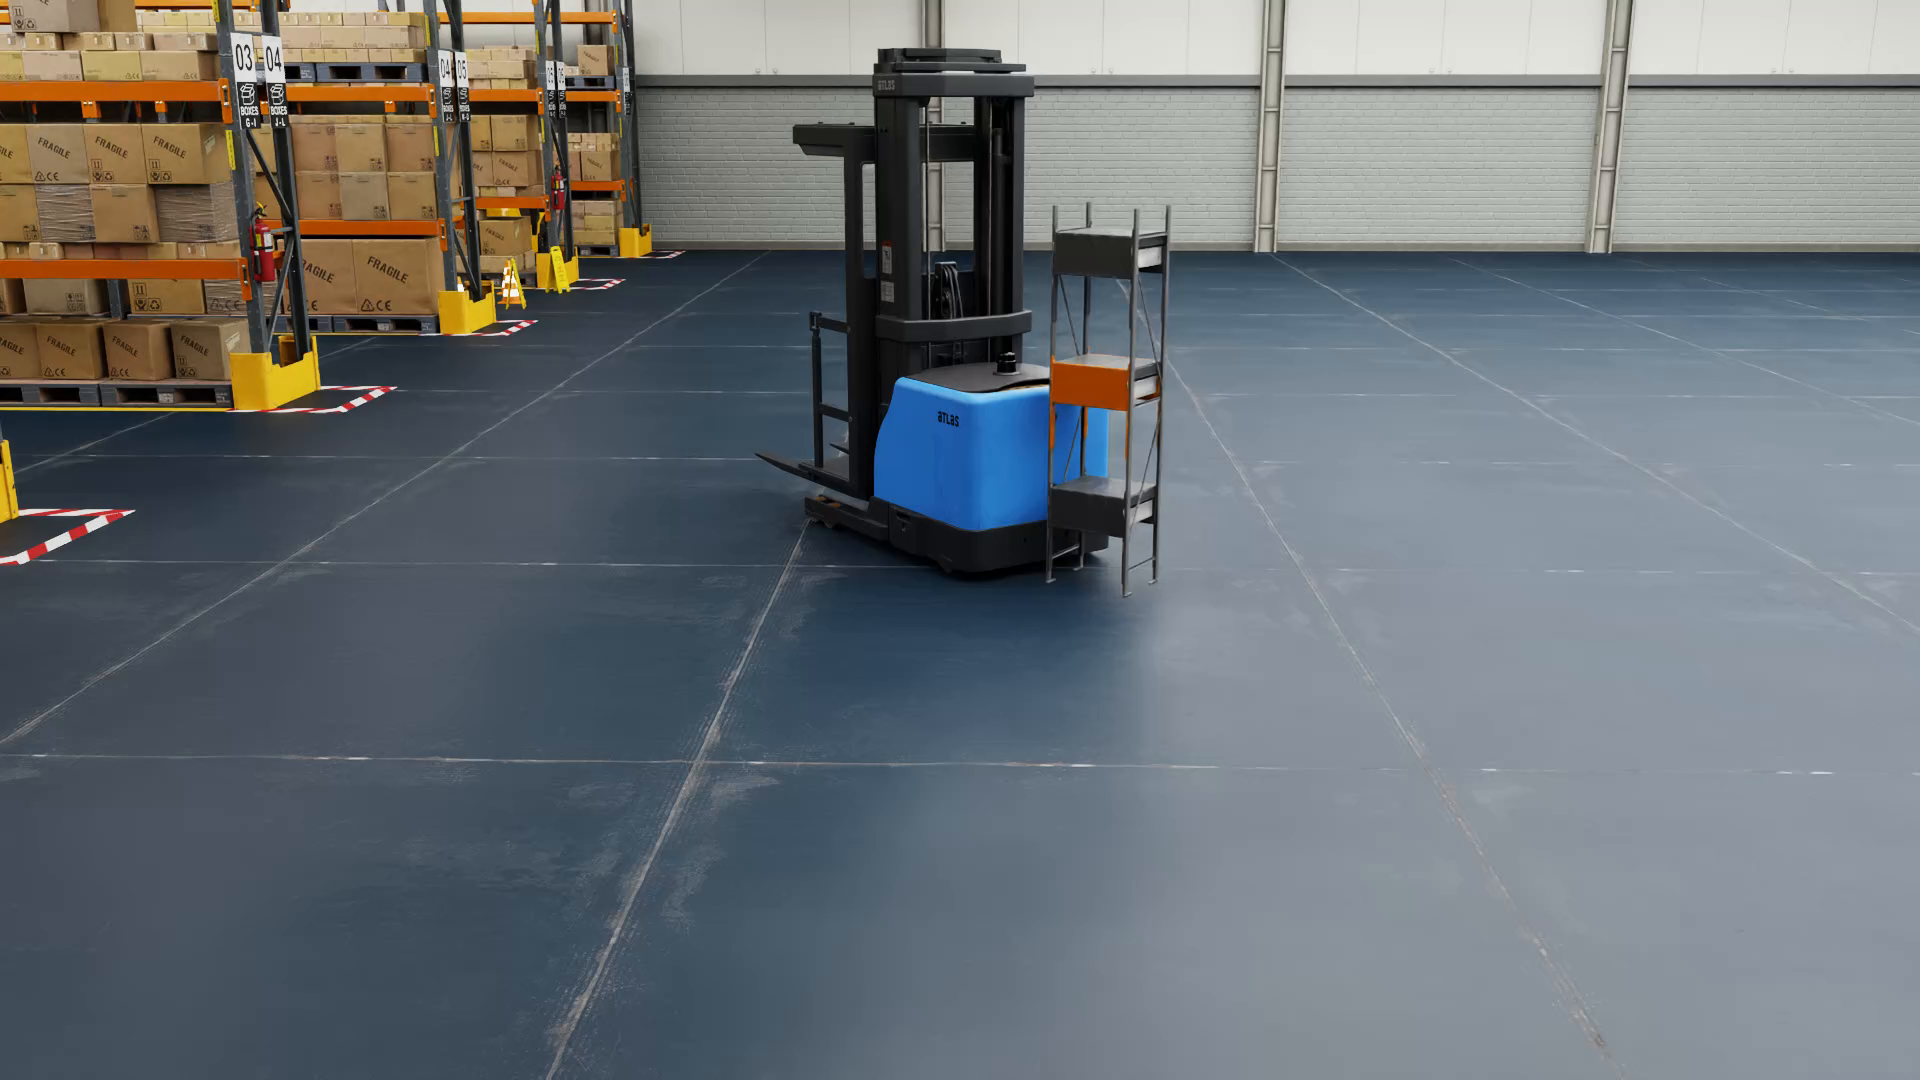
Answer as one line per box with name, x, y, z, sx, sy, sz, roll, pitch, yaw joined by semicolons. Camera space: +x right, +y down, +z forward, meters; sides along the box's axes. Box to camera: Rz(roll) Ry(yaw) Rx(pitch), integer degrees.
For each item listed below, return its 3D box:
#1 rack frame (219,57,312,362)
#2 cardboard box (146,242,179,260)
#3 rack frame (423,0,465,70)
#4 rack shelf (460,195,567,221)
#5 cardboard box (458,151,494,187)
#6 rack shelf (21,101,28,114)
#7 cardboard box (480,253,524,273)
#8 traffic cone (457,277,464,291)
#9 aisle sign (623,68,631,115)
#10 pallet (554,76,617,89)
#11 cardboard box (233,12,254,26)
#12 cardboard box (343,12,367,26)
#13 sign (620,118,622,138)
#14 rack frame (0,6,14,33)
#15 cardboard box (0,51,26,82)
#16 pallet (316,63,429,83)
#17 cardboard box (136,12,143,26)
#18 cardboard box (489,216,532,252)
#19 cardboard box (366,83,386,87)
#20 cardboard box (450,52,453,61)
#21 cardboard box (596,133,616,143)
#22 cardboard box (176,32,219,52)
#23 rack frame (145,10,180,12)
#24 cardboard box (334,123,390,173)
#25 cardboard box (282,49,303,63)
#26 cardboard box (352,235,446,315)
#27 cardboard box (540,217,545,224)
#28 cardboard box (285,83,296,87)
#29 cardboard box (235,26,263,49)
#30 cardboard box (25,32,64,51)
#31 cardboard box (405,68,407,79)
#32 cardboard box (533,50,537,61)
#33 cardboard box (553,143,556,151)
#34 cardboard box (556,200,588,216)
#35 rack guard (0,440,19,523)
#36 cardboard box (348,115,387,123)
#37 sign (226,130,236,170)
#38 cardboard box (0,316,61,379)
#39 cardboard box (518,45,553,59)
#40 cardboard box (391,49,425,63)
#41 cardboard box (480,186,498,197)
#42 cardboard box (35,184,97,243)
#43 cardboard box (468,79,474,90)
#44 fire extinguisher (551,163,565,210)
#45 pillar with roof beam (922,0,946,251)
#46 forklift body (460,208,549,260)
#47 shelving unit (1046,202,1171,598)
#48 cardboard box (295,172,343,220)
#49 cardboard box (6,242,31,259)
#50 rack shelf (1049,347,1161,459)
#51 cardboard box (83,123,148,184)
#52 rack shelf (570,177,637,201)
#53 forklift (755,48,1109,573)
rack frame;-6.169;-2.746;14.869;0.127;3.000;1.000;0;15;1
cardboard box;-6.960;-2.564;14.672;0.250;0.149;0.380;0;15;1
rack frame;-5.941;-6.911;18.896;0.127;3.000;1.000;0;15;1
rack shelf;-7.915;-4.939;24.589;4.000;0.370;1.077;0;15;1
cardboard box;-6.966;-5.403;24.161;0.500;0.500;0.500;0;15;2
rack shelf;-15.913;-6.441;24.404;4.000;0.370;1.077;0;15;1
cardboard box;-6.755;-4.084;24.506;0.500;0.250;0.500;0;15;1
traffic cone;-6.436;-3.149;21.370;0.334;0.463;0.336;0;15;1
aisle sign;-5.735;-7.721;28.629;0.004;0.787;0.394;0;15;1
pallet;-6.499;-7.958;28.917;1.213;0.211;1.003;0;15;1
cardboard box;-8.064;-5.903;18.866;0.250;0.149;0.380;0;15;1
cardboard box;-6.793;-5.896;18.836;0.250;0.149;0.380;1;15;2
sign;-5.821;-7.075;28.544;0.005;0.325;0.100;0;15;1
rack frame;-13.913;-8.226;23.880;0.127;3.000;1.000;0;15;1
cardboard box;-8.172;-4.072;14.310;0.500;0.250;0.500;0;15;0
pallet;-6.683;-5.420;19.298;1.213;0.211;1.003;0;15;1
cardboard box;-9.330;-5.912;18.898;0.250;0.149;0.380;0;15;1
cardboard box;-6.739;-4.585;24.937;0.500;0.500;0.500;0;15;0
cardboard box;-8.323;-6.533;23.835;0.250;0.149;0.380;0;15;0
cardboard box;-7.271;-6.942;23.820;0.250;0.149;0.380;0;15;1
cardboard box;-6.156;-6.994;28.918;0.250;0.149;0.380;0;15;2
cardboard box;-6.455;-4.239;14.160;0.250;0.149;0.380;0;15;1
rack frame;-13.790;-9.492;28.678;0.127;3.000;1.000;0;15;1
cardboard box;-6.864;-4.597;19.475;0.550;0.550;0.875;0;15;1
cardboard box;-7.553;-5.515;18.956;0.250;0.149;0.380;0;15;2
cardboard box;-6.621;-3.174;19.831;0.875;0.875;0.875;0;15;2
cardboard box;-7.305;-5.582;29.205;0.500;0.250;0.500;0;15;0
cardboard box;-9.606;-6.563;23.949;0.250;0.149;0.380;0;15;1
cardboard box;-7.944;-5.726;18.974;0.500;0.250;0.500;1;15;2
cardboard box;-7.755;-4.249;14.199;0.250;0.149;0.380;0;15;-1
cardboard box;-7.961;-6.738;23.831;0.500;0.250;0.500;1;15;2
cardboard box;-6.266;-7.042;24.202;0.250;0.149;0.380;0;15;1
cardboard box;-6.908;-6.848;28.949;0.250;0.149;0.380;0;15;1
cardboard box;-6.772;-5.822;29.133;0.500;0.250;0.500;1;15;2
rack guard;-6.373;-0.263;10.357;0.348;0.500;1.175;0;15;1
cardboard box;-8.469;-5.898;24.076;0.500;0.500;0.700;0;15;0
sign;-6.203;-3.317;14.145;0.005;0.325;0.100;0;15;1
cardboard box;-8.574;-1.768;15.238;0.500;0.500;0.500;-1;15;-4
cardboard box;-7.263;-8.262;28.682;0.500;0.500;0.700;0;15;2
cardboard box;-6.282;-5.507;18.925;0.250;0.149;0.380;0;15;1
cardboard box;-6.807;-5.080;24.209;0.250;0.149;0.380;0;15;0
cardboard box;-7.720;-2.936;14.809;0.500;0.500;0.875;0;15;1
cardboard box;-7.046;-6.556;23.920;0.250;0.149;0.380;0;15;2
fire extinguisher;-5.813;-5.118;24.010;0.183;0.674;0.296;0;15;1
pillar with roof beam;-0.578;-8.538;25.060;0.400;9.000;9.100;0;15;1
forklift body;-7.735;-5.676;27.638;1.214;2.155;2.313;0;15;1
shelving unit;0.809;-0.775;9.156;0.503;2.100;0.431;10;18;32
cardboard box;-7.421;-4.108;19.735;0.550;0.550;0.875;0;15;1
cardboard box;-8.210;-2.576;14.717;0.250;0.149;0.380;0;15;1
rack shelf;0.809;-0.762;9.159;0.480;0.518;0.431;10;18;32
cardboard box;-7.225;-3.364;14.472;0.500;0.500;0.500;0;15;1
rack shelf;-7.792;-6.205;29.387;4.000;0.370;1.077;0;15;1
forklift;-0.348;-1.551;10.473;1.130;2.935;3.031;-10;18;-32
